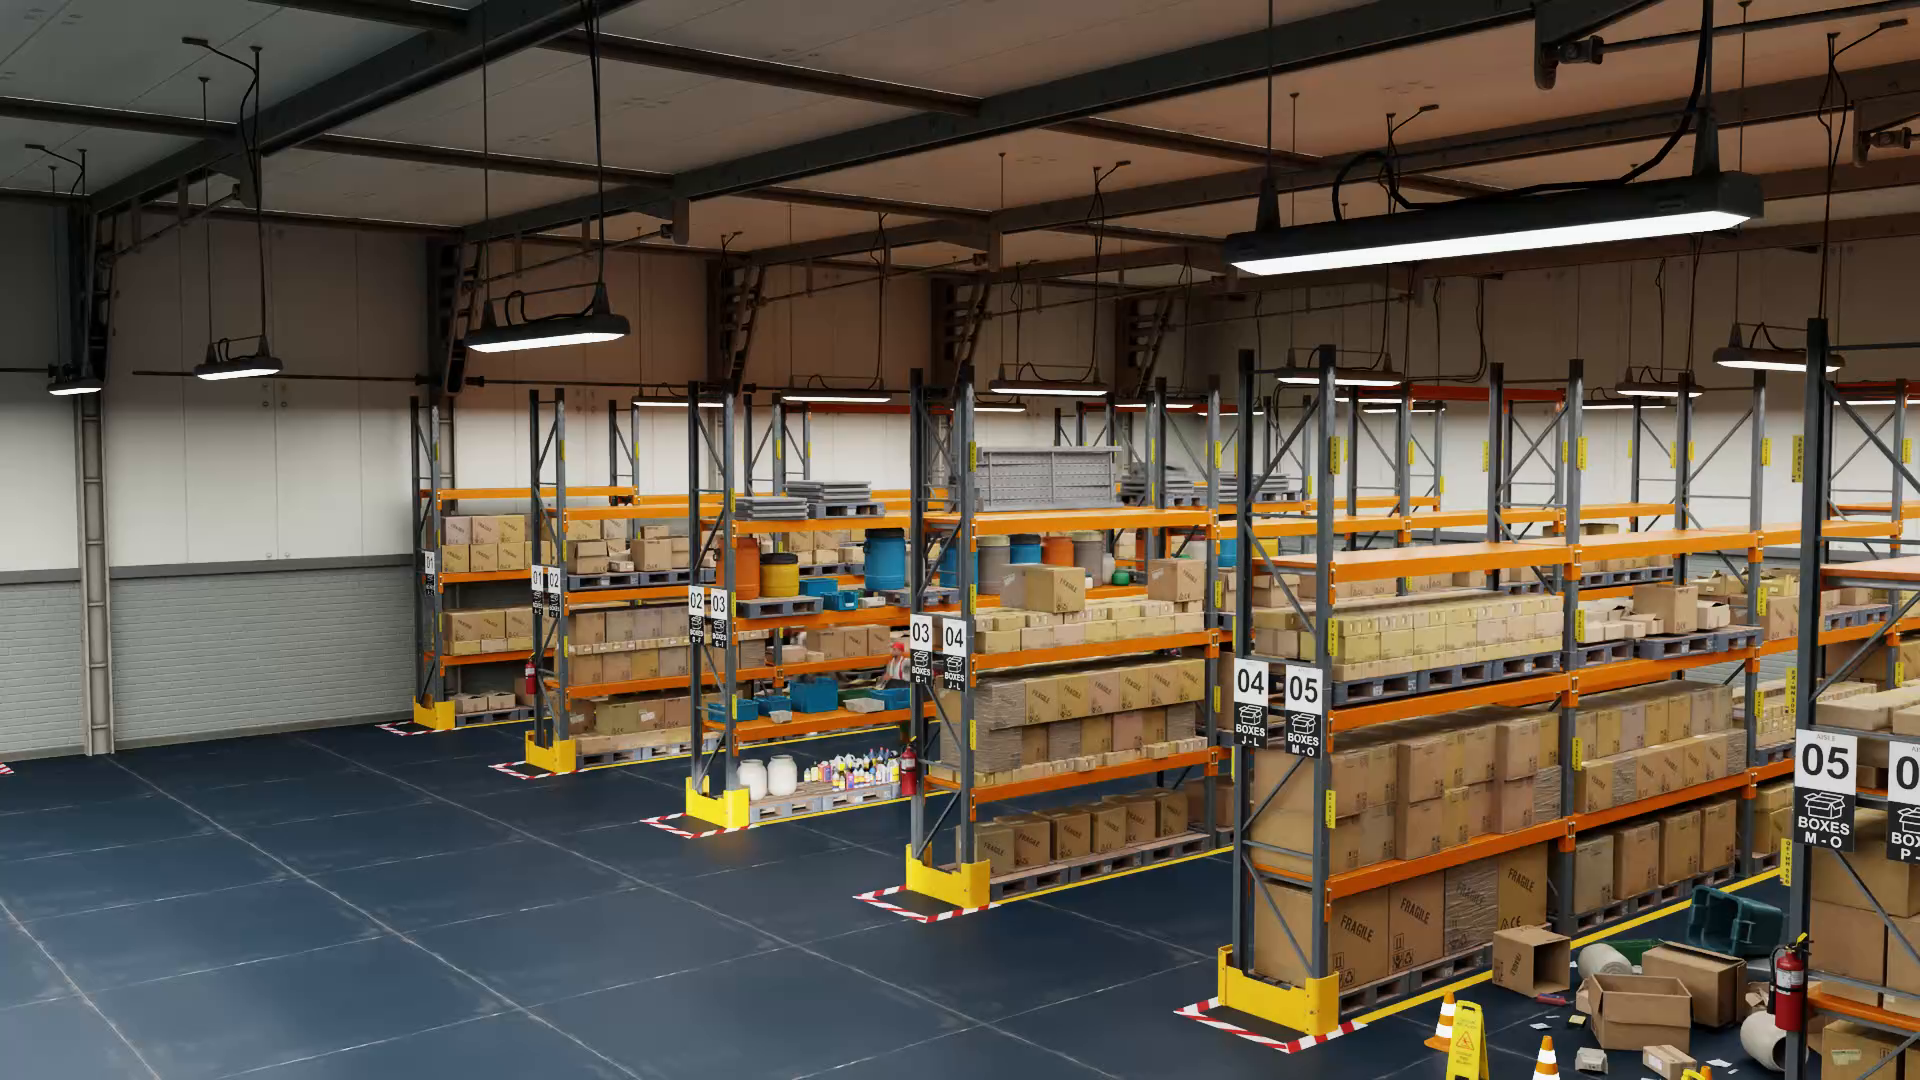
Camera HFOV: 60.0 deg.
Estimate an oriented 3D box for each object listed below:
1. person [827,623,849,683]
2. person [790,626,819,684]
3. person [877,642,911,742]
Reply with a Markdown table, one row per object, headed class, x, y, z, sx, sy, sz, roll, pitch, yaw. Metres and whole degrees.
| class | x | y | z | sx | sy | sz | roll | pitch | yaw |
| --- | --- | --- | --- | --- | --- | --- | --- | --- | --- |
| person | -2.463 | 2.376 | 33.338 | 0.593 | 1.752 | 0.829 | 3 | 5 | 44 |
| person | -3.011 | 2.405 | 32.822 | 0.697 | 1.732 | 1.049 | 3 | 5 | 42 |
| person | -1.016 | 2.600 | 28.288 | 0.826 | 1.733 | 0.683 | -3 | 4 | -39 |
